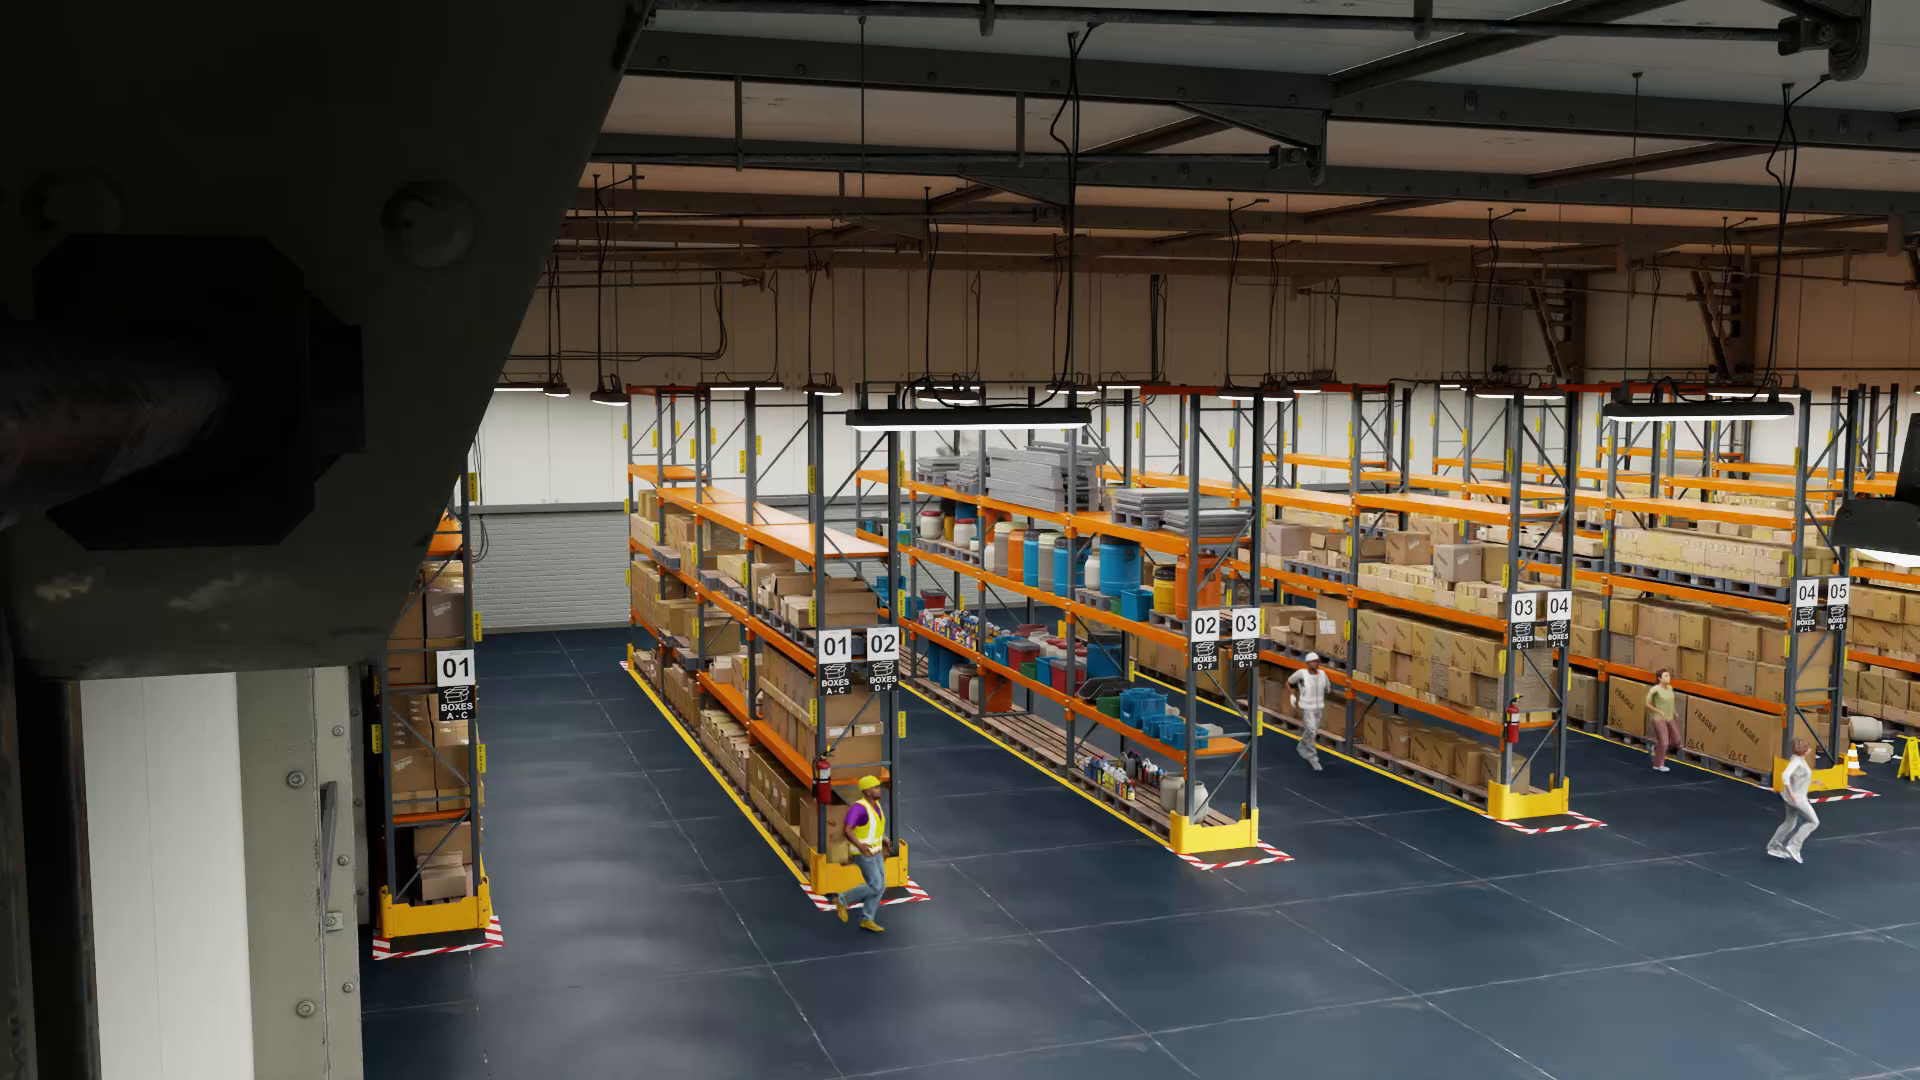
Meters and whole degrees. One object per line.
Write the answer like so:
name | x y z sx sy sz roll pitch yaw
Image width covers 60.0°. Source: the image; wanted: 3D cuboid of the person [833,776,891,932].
person | -1.086 3.540 18.924 0.586 1.739 0.726 2 6 19

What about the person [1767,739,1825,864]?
person | 10.756 3.338 21.359 0.658 1.591 0.534 2 6 16

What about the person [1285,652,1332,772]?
person | 5.592 2.695 26.485 0.671 1.826 0.874 -3 6 -24

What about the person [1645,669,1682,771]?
person | 11.037 2.823 26.134 0.558 1.624 0.533 -2 6 -20
